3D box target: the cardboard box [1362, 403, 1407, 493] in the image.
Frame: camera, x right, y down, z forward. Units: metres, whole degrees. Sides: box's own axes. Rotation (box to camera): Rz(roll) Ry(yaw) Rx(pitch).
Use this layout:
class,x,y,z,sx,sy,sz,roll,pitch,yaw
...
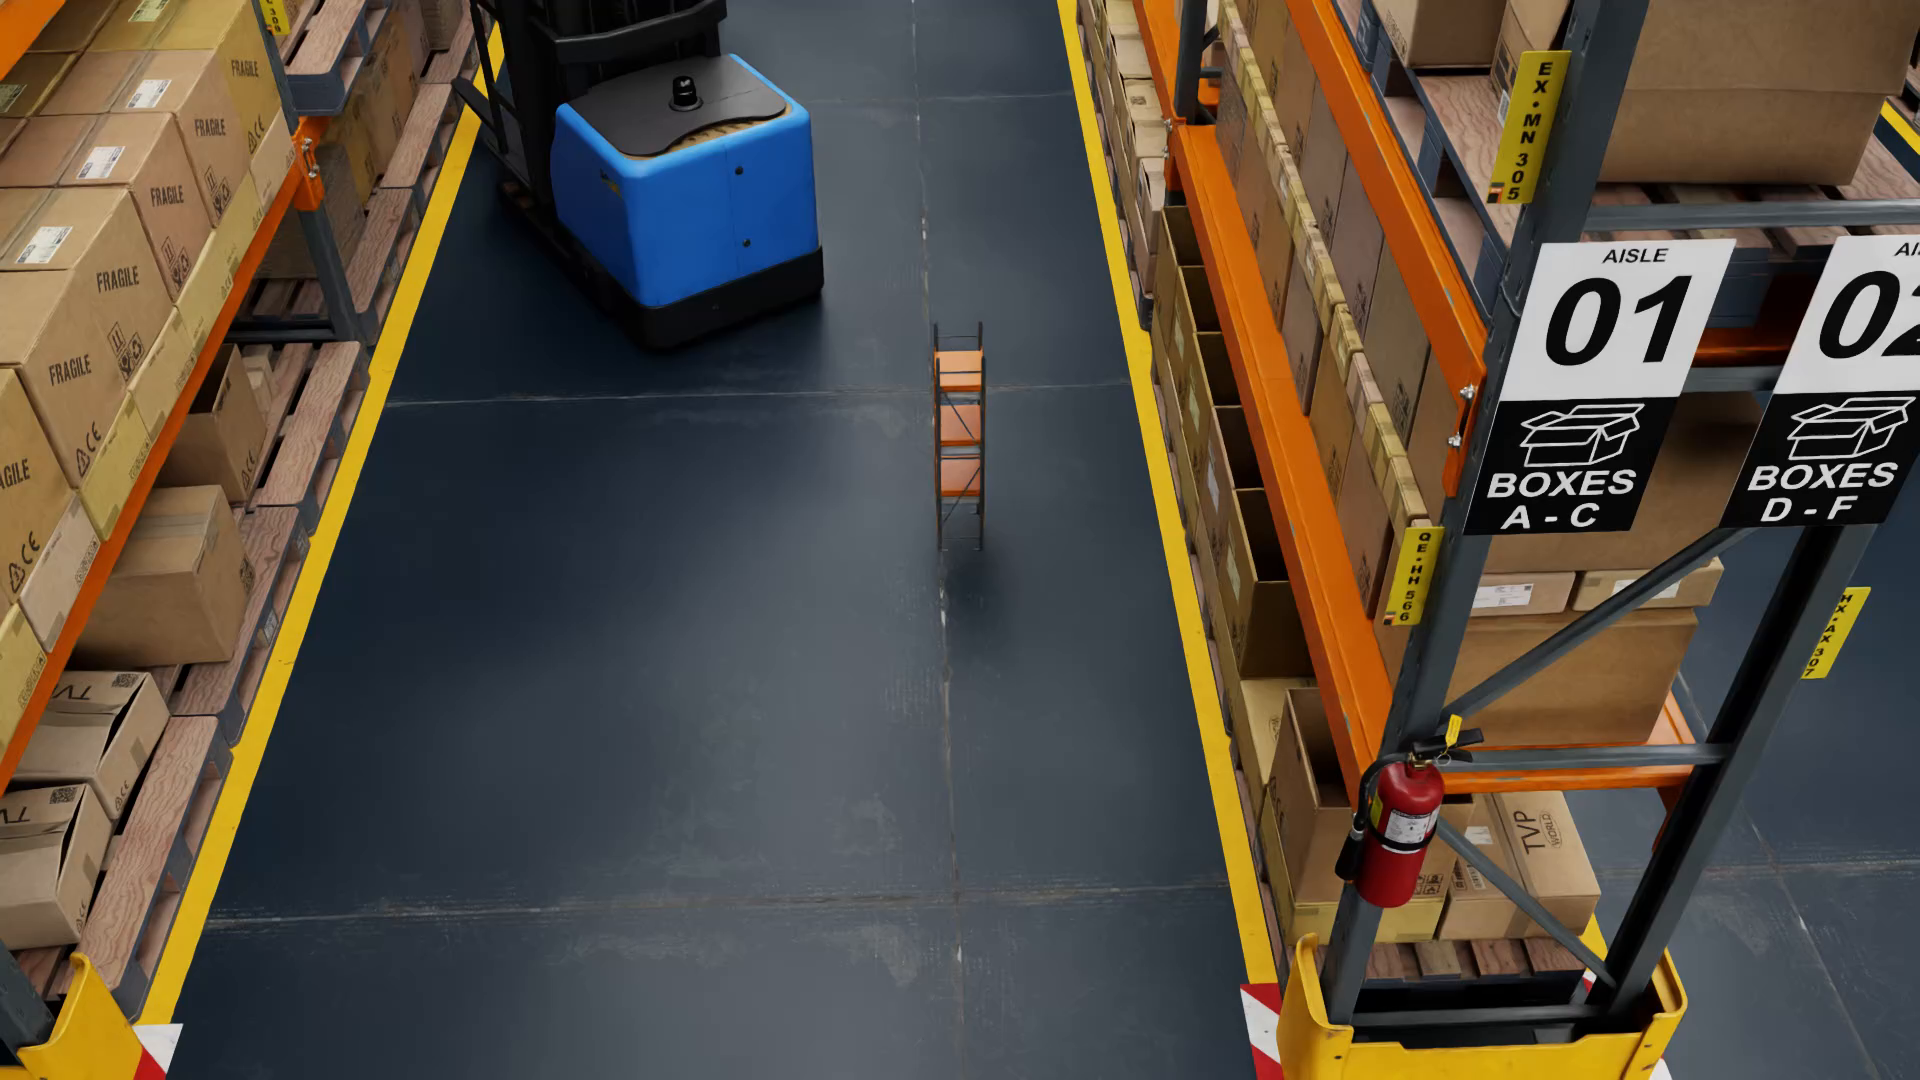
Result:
class,x,y,z,sx,sy,sz,roll,pitch,yaw
cardboard box,1.419,-0.279,4.930,0.380,0.149,0.250,-2,43,-2

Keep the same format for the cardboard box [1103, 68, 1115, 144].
class,x,y,z,sx,sy,sz,roll,pitch,yaw
cardboard box,1.110,-2.545,9.680,0.500,0.250,0.500,-1,43,-1

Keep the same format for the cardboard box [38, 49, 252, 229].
class,x,y,z,sx,sy,sz,roll,pitch,yaw
cardboard box,-3.114,-1.538,6.399,0.500,0.500,0.500,-2,43,-2

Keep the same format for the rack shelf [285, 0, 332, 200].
class,x,y,z,sx,sy,sz,roll,pitch,yaw
rack shelf,-3.555,-3.042,9.031,1.077,0.370,4.000,-2,43,-2

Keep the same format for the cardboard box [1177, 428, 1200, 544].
class,x,y,z,sx,sy,sz,roll,pitch,yaw
cardboard box,1.228,-0.245,7.172,0.500,0.250,0.500,-2,43,-2

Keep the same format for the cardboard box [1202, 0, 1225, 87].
class,x,y,z,sx,sy,sz,roll,pitch,yaw
cardboard box,1.415,-2.377,7.884,0.500,0.250,0.500,1,43,1

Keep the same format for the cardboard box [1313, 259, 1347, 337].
class,x,y,z,sx,sy,sz,roll,pitch,yaw
cardboard box,1.386,-0.804,5.502,0.380,0.149,0.250,-1,43,-1

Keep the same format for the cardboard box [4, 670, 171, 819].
class,x,y,z,sx,sy,sz,roll,pitch,yaw
cardboard box,-3.264,0.718,6.061,0.500,0.311,0.500,2,43,2

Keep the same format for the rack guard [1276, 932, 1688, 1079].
class,x,y,z,sx,sy,sz,roll,pitch,yaw
rack guard,1.650,1.537,5.353,1.175,0.500,0.348,-2,43,-2

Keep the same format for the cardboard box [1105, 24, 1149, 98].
class,x,y,z,sx,sy,sz,roll,pitch,yaw
cardboard box,1.111,-2.742,9.480,0.500,0.311,0.500,-2,43,-2

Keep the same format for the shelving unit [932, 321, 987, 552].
class,x,y,z,sx,sy,sz,roll,pitch,yaw
shelving unit,-0.002,-0.423,7.084,0.215,1.050,0.252,-2,43,-2

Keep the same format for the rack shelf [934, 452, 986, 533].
class,x,y,z,sx,sy,sz,roll,pitch,yaw
rack shelf,-0.002,-0.210,7.279,0.215,0.259,0.240,-2,43,-2

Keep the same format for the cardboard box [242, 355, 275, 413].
class,x,y,z,sx,sy,sz,roll,pitch,yaw
cardboard box,-3.417,-0.714,7.730,0.380,0.166,0.250,-7,43,-7

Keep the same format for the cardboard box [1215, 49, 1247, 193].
class,x,y,z,sx,sy,sz,roll,pitch,yaw
cardboard box,1.504,-1.839,7.112,0.700,0.500,0.500,-3,43,-3

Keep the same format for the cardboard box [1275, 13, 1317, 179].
class,x,y,z,sx,sy,sz,roll,pitch,yaw
cardboard box,1.548,-1.638,5.933,0.700,0.500,0.500,-2,43,-2

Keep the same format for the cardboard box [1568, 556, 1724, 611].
class,x,y,z,sx,sy,sz,roll,pitch,yaw
cardboard box,1.848,0.052,4.569,0.380,0.149,0.250,-2,43,-2

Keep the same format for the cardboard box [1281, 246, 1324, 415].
class,x,y,z,sx,sy,sz,roll,pitch,yaw
cardboard box,1.574,-0.798,5.977,0.700,0.500,0.500,0,43,-1

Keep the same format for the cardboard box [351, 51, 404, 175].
class,x,y,z,sx,sy,sz,roll,pitch,yaw
cardboard box,-3.571,-2.387,9.308,0.700,0.500,0.500,-1,43,-1

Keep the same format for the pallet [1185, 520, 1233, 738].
class,x,y,z,sx,sy,sz,roll,pitch,yaw
pallet,1.526,0.290,6.927,1.003,0.211,1.213,-2,43,-2

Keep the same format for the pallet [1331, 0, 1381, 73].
class,x,y,z,sx,sy,sz,roll,pitch,yaw
pallet,1.590,-1.778,4.965,1.003,0.211,1.213,-2,43,-2

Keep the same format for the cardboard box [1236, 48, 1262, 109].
class,x,y,z,sx,sy,sz,roll,pitch,yaw
cardboard box,1.321,-1.847,6.640,0.380,0.149,0.250,-3,43,-3

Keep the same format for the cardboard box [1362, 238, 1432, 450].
class,x,y,z,sx,sy,sz,roll,pitch,yaw
cardboard box,1.612,-0.622,4.824,0.700,0.500,0.500,-3,43,-3

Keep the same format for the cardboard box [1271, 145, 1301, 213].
class,x,y,z,sx,sy,sz,roll,pitch,yaw
cardboard box,1.356,-1.321,6.066,0.380,0.149,0.250,-3,43,-3

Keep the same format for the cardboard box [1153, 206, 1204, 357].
class,x,y,z,sx,sy,sz,roll,pitch,yaw
cardboard box,1.186,-1.197,7.655,0.500,0.500,0.500,-2,43,-2

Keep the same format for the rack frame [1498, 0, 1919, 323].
class,x,y,z,sx,sy,sz,roll,pitch,yaw
rack frame,1.649,-1.612,2.499,1.000,3.000,0.127,-2,43,-2

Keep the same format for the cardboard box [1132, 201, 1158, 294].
class,x,y,z,sx,sy,sz,roll,pitch,yaw
cardboard box,1.172,-1.514,8.556,0.500,0.250,0.500,-2,43,-2

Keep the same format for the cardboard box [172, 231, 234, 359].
class,x,y,z,sx,sy,sz,roll,pitch,yaw
cardboard box,-3.097,-0.922,6.282,0.500,0.250,0.500,-2,43,-2

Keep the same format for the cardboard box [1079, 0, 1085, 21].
class,x,y,z,sx,sy,sz,roll,pitch,yaw
cardboard box,1.038,-3.581,10.811,0.500,0.250,0.500,-2,43,-2

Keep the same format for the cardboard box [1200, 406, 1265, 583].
class,x,y,z,sx,sy,sz,roll,pitch,yaw
cardboard box,1.252,-0.184,6.550,0.500,0.500,0.500,-2,43,-2

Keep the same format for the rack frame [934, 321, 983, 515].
class,x,y,z,sx,sy,sz,roll,pitch,yaw
rack frame,-0.007,-0.506,7.174,0.200,1.050,0.008,-2,43,-2

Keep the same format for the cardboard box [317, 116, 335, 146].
class,x,y,z,sx,sy,sz,roll,pitch,yaw
cardboard box,-3.540,-2.267,8.623,0.500,0.250,0.500,-2,43,-3

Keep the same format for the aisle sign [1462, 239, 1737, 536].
class,x,y,z,sx,sy,sz,roll,pitch,yaw
aisle sign,1.358,-0.307,3.590,0.394,0.787,0.004,-2,43,-2

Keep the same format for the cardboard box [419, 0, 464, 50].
class,x,y,z,sx,sy,sz,roll,pitch,yaw
cardboard box,-3.557,-3.413,10.428,0.700,0.500,0.500,-1,43,-1

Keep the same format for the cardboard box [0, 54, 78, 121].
class,x,y,z,sx,sy,sz,roll,pitch,yaw
cardboard box,-3.640,-1.513,6.371,0.500,0.500,0.500,-2,43,-2

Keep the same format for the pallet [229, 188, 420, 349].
class,x,y,z,sx,sy,sz,roll,pitch,yaw
pallet,-3.504,-1.454,8.830,1.003,0.211,1.213,-2,43,-2

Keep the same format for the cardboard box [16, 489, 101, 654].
class,x,y,z,sx,sy,sz,roll,pitch,yaw
cardboard box,-3.040,0.103,5.164,0.500,0.250,0.500,-3,43,-3

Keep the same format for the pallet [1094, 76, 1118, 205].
class,x,y,z,sx,sy,sz,roll,pitch,yaw
pallet,1.354,-2.395,9.857,1.003,0.211,1.213,-2,43,-2

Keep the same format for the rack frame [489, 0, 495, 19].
class,x,y,z,sx,sy,sz,roll,pitch,yaw
rack frame,-3.640,-4.657,10.260,1.000,3.000,0.127,-2,43,-2

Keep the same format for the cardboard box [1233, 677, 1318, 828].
class,x,y,z,sx,sy,sz,roll,pitch,yaw
cardboard box,1.298,0.767,6.067,0.500,0.250,0.500,-2,43,-2

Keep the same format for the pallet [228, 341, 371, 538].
class,x,y,z,sx,sy,sz,roll,pitch,yaw
pallet,-3.406,-0.476,7.763,1.003,0.211,1.213,-2,43,-2

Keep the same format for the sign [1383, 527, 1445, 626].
class,x,y,z,sx,sy,sz,roll,pitch,yaw
sign,1.106,0.091,4.048,0.100,0.325,0.005,-2,43,-2

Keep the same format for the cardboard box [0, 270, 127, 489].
class,x,y,z,sx,sy,sz,roll,pitch,yaw
cardboard box,-3.047,-0.499,5.265,0.500,0.500,0.500,-3,43,-3

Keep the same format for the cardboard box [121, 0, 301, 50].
class,x,y,z,sx,sy,sz,roll,pitch,yaw
cardboard box,-3.457,-2.500,7.508,0.700,0.500,0.500,-2,43,-2

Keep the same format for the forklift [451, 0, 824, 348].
class,x,y,z,sx,sy,sz,roll,pitch,yaw
forklift,-1.965,-3.005,8.509,1.130,2.935,3.031,-25,48,-25

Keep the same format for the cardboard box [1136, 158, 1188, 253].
class,x,y,z,sx,sy,sz,roll,pitch,yaw
cardboard box,1.176,-1.714,8.359,0.500,0.311,0.500,-2,43,-2

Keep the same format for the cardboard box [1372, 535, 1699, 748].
class,x,y,z,sx,sy,sz,roll,pitch,yaw
cardboard box,1.642,0.247,4.837,0.700,0.500,0.500,-2,43,-2
